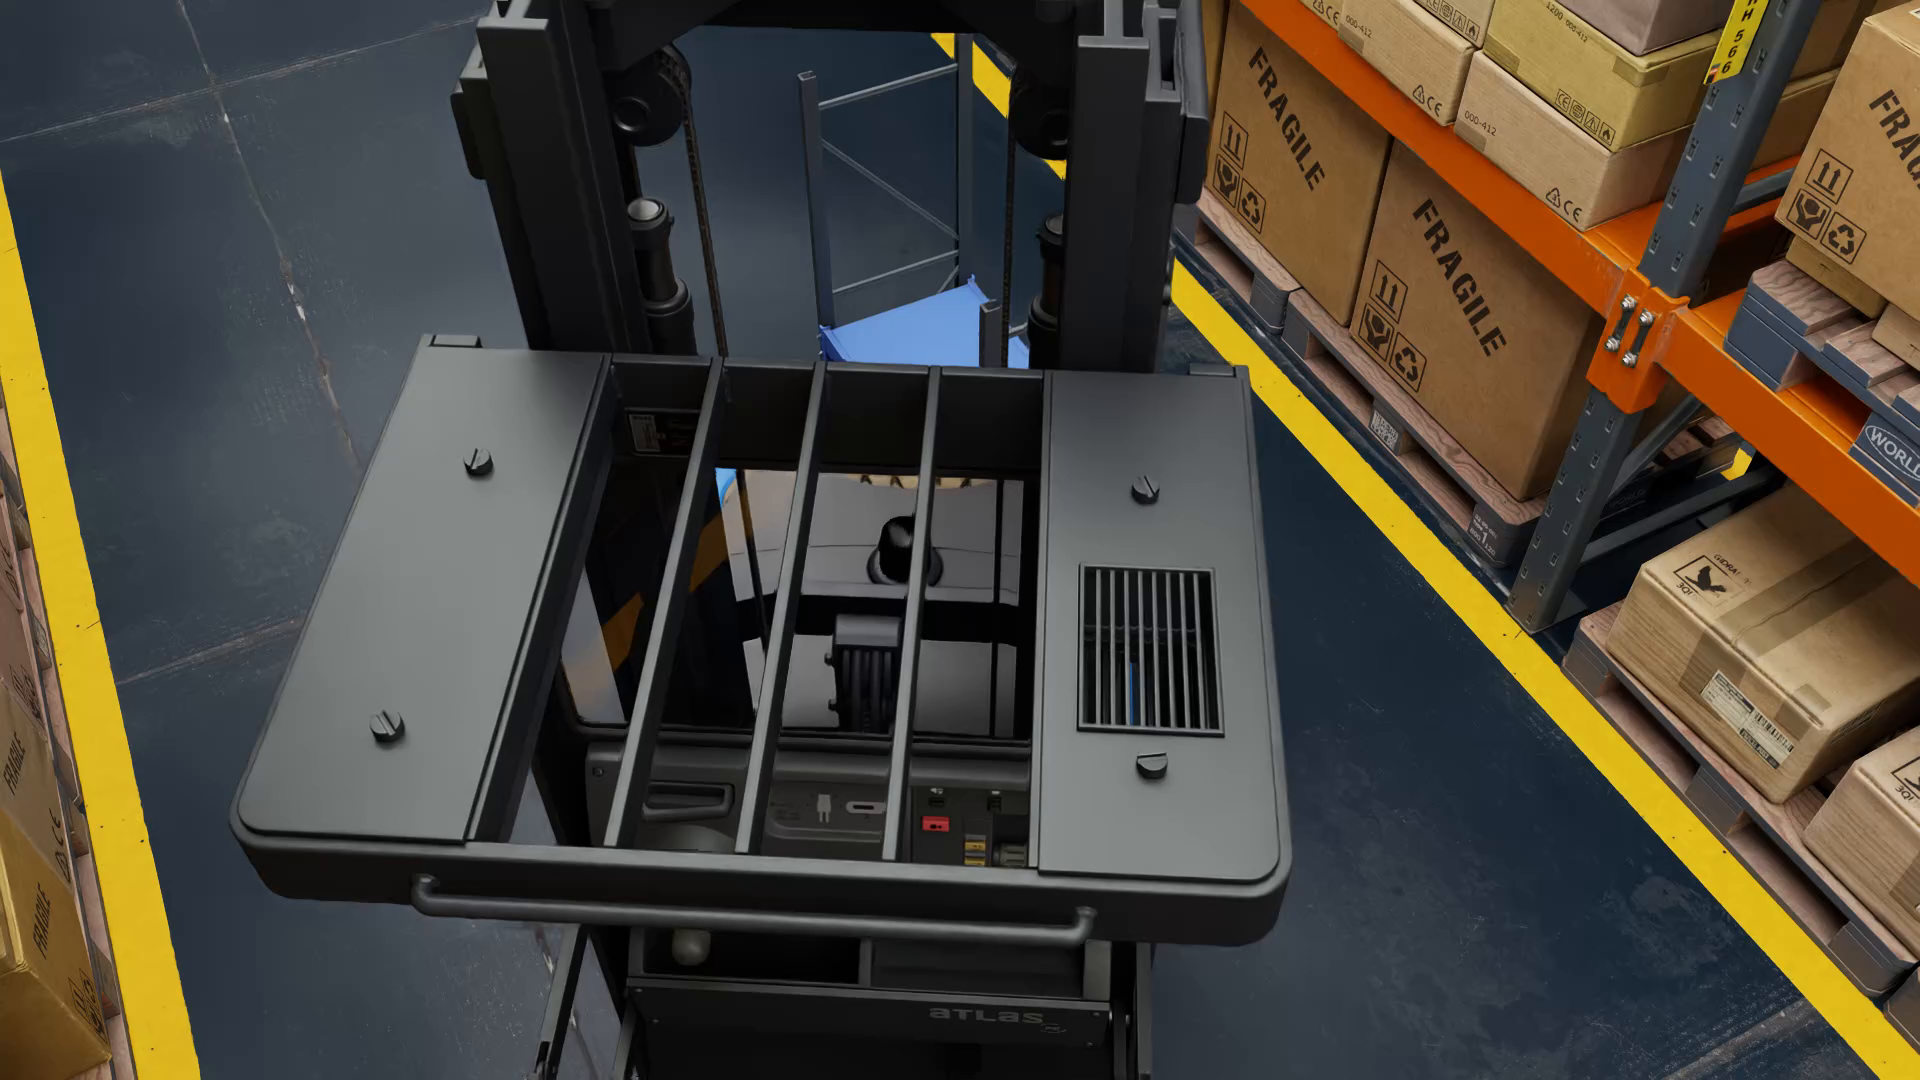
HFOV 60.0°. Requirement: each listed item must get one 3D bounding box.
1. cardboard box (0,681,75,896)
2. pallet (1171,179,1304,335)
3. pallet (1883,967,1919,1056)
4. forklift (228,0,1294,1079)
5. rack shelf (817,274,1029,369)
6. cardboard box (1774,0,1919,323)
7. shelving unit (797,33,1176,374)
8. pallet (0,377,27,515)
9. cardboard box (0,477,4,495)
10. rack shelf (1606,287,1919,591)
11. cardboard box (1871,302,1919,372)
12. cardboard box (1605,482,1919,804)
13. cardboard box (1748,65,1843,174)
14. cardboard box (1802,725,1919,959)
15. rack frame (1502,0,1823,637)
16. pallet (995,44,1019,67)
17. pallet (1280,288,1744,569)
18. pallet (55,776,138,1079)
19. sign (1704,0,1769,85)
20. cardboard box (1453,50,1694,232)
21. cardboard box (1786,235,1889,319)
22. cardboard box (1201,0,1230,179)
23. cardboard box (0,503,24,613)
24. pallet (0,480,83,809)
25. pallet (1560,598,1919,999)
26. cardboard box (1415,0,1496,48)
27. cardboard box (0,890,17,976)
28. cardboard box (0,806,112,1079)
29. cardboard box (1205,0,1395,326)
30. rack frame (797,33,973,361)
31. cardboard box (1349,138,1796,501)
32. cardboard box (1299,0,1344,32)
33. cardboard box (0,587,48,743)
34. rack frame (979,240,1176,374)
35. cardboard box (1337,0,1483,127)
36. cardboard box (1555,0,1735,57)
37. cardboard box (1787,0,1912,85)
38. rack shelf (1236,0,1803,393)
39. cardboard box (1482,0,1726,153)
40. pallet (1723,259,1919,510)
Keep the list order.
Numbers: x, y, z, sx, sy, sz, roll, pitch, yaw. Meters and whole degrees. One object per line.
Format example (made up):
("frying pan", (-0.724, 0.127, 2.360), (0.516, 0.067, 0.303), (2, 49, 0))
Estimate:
("cardboard box", (-2.559, 0.652, 4.069), (0.500, 0.500, 0.500), (-21, 52, -17))
("pallet", (1.278, -1.360, 6.299), (1.003, 0.211, 1.213), (-21, 52, -18))
("pallet", (3.037, 1.348, 3.931), (1.003, 0.211, 1.213), (-21, 52, -18))
("forklift", (-0.184, 0.658, 2.727), (1.130, 2.935, 3.031), (2, 49, 2))
("rack shelf", (0.039, -0.331, 4.782), (0.538, 0.185, 1.000), (-21, 52, -18))
("cardboard box", (2.126, -0.797, 3.412), (0.500, 0.500, 0.500), (-23, 53, -19))
("shelving unit", (0.039, -0.449, 4.646), (0.538, 1.500, 1.048), (-21, 52, -18))
("pallet", (-3.702, -0.375, 5.438), (1.003, 0.211, 1.213), (-21, 52, -18))
("cardboard box", (-3.262, -0.377, 4.969), (0.500, 0.500, 0.500), (-22, 52, -18))
("rack shelf", (3.041, 0.666, 3.152), (1.077, 0.370, 4.000), (-21, 52, -18))
("cardboard box", (2.209, -0.482, 3.567), (0.380, 0.149, 0.250), (-24, 53, -20))
("cardboard box", (2.376, 0.199, 4.550), (0.950, 0.372, 0.625), (-24, 53, -20))
("cardboard box", (2.126, -1.274, 4.471), (0.500, 0.250, 0.500), (-22, 52, -18))
("cardboard box", (2.721, 0.690, 4.120), (0.950, 0.372, 0.625), (-22, 52, -18))
("rack frame", (2.126, -0.909, 4.052), (1.000, 3.000, 0.127), (-21, 52, -18))
("pallet", (0.716, -2.178, 7.014), (1.003, 0.211, 1.213), (-21, 52, -18))
("pallet", (1.832, -0.545, 5.586), (1.003, 0.211, 1.213), (-21, 52, -18))
("pallet", (-2.585, 1.258, 4.009), (1.003, 0.211, 1.213), (-21, 52, -18))
("sign", (1.634, -1.097, 3.447), (0.100, 0.325, 0.005), (-21, 52, -18))
("cardboard box", (1.664, -1.109, 4.327), (0.500, 0.250, 0.500), (-23, 53, -19))
("cardboard box", (2.110, -0.683, 3.743), (0.380, 0.149, 0.250), (-24, 53, -20))
("cardboard box", (1.071, -2.036, 6.170), (0.875, 0.875, 0.875), (-20, 52, -16))
("cardboard box", (-3.031, -0.032, 4.667), (0.500, 0.500, 0.500), (-22, 52, -18))
("pallet", (-3.140, 0.443, 4.723), (1.003, 0.211, 1.213), (-21, 52, -18))
("pallet", (2.482, 0.532, 4.644), (1.003, 0.211, 1.213), (-21, 52, -18))
("cardboard box", (1.441, -1.603, 4.427), (0.500, 0.250, 0.500), (-22, 53, -18))
("cardboard box", (-2.329, 0.756, 3.479), (0.500, 0.250, 0.500), (-23, 53, -19))
("cardboard box", (-2.326, 0.987, 3.776), (0.500, 0.500, 0.500), (-23, 53, -19))
("cardboard box", (1.480, -1.437, 5.647), (0.875, 0.875, 0.875), (-21, 52, -17))
("rack frame", (-0.194, -0.789, 4.944), (0.500, 1.500, 0.032), (-21, 52, -18))
("cardboard box", (1.884, -0.839, 5.123), (0.875, 0.875, 0.875), (-22, 52, -18))
("cardboard box", (1.200, -1.788, 4.921), (0.500, 0.250, 0.500), (-22, 52, -18))
("cardboard box", (-2.798, 0.310, 4.368), (0.500, 0.500, 0.500), (-22, 53, -18))
("rack frame", (0.272, -0.109, 4.349), (0.500, 1.500, 0.032), (-21, 52, -18))
("cardboard box", (1.416, -1.445, 4.621), (0.500, 0.250, 0.500), (-20, 52, -17))
("cardboard box", (1.657, -1.527, 3.862), (0.500, 0.500, 0.500), (-22, 53, -18))
("cardboard box", (2.114, -1.449, 4.292), (0.500, 0.250, 0.500), (-22, 52, -18))
("rack shelf", (1.211, -2.011, 5.494), (1.077, 0.370, 4.000), (-21, 52, -18))
("cardboard box", (1.679, -1.261, 4.128), (0.500, 0.250, 0.500), (-21, 52, -18))
("pallet", (2.547, -0.406, 3.739), (1.213, 0.211, 1.003), (-21, 52, -18))
